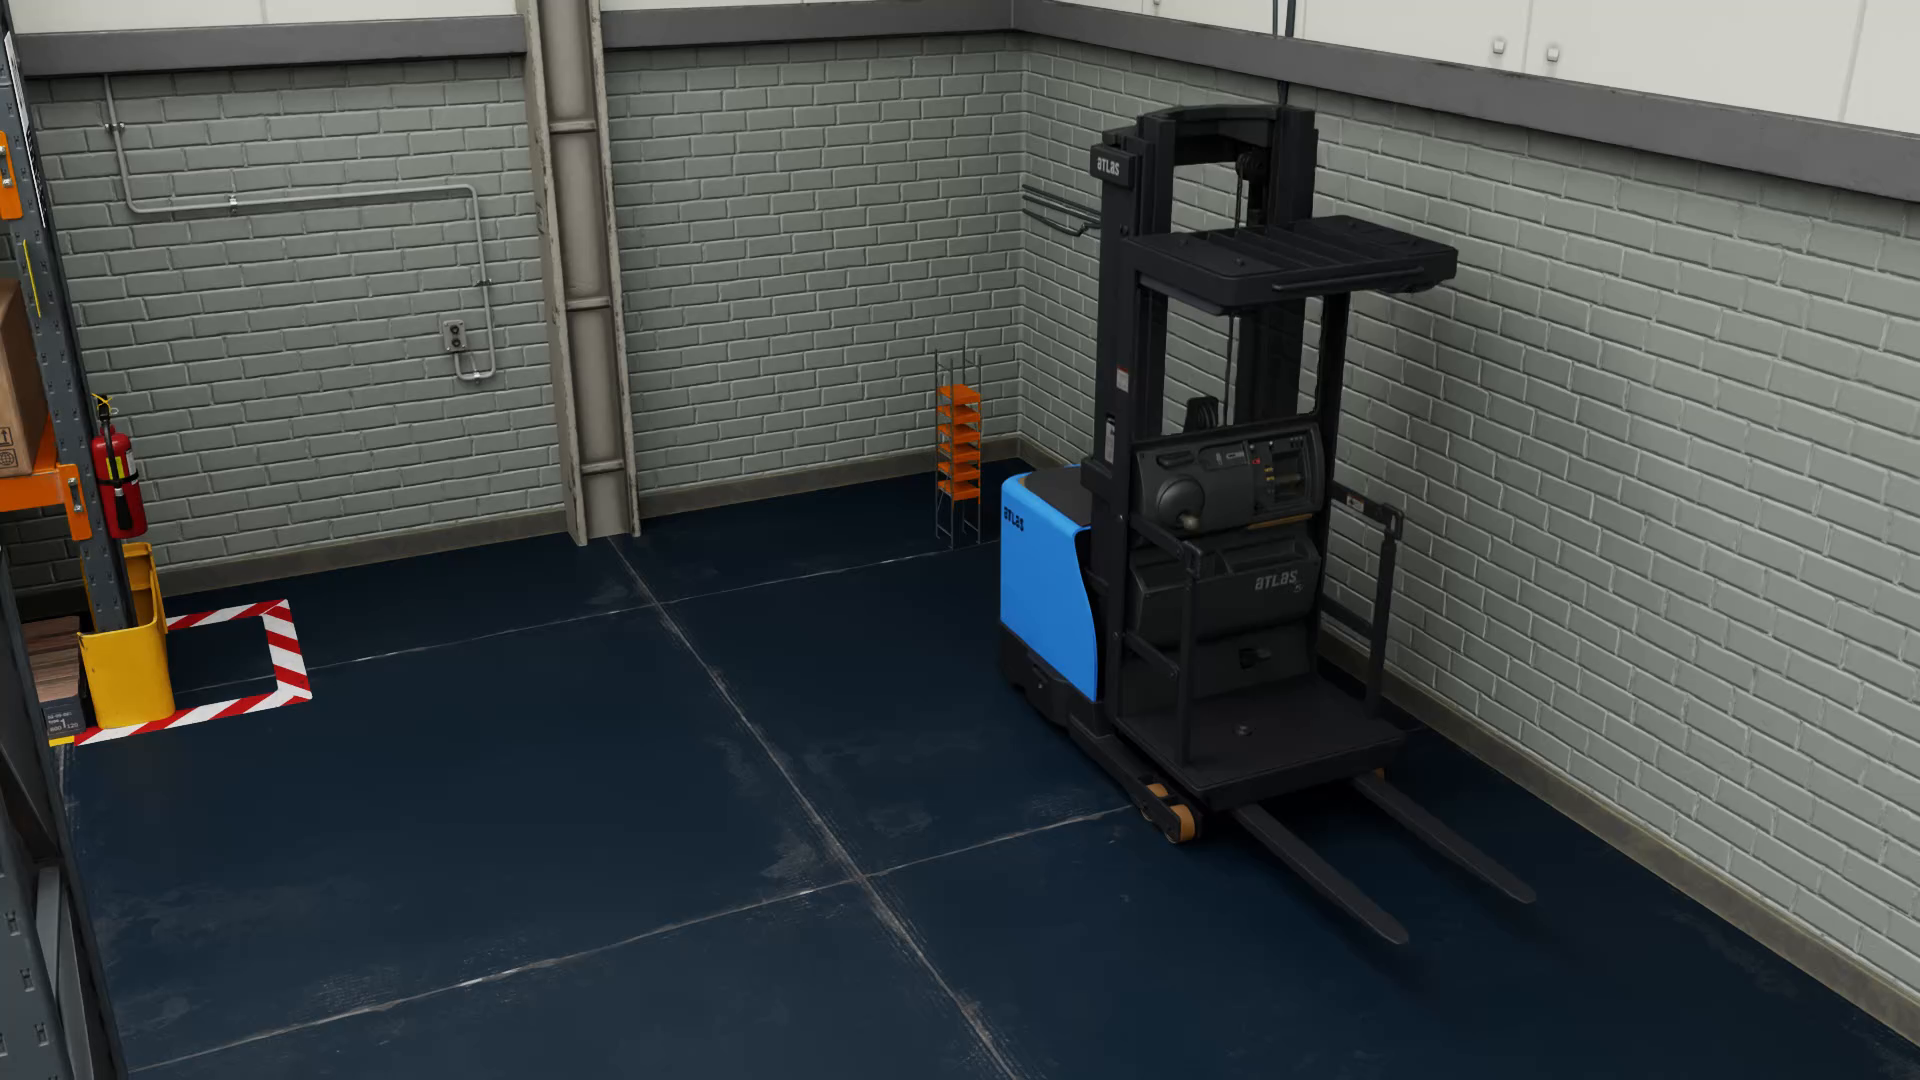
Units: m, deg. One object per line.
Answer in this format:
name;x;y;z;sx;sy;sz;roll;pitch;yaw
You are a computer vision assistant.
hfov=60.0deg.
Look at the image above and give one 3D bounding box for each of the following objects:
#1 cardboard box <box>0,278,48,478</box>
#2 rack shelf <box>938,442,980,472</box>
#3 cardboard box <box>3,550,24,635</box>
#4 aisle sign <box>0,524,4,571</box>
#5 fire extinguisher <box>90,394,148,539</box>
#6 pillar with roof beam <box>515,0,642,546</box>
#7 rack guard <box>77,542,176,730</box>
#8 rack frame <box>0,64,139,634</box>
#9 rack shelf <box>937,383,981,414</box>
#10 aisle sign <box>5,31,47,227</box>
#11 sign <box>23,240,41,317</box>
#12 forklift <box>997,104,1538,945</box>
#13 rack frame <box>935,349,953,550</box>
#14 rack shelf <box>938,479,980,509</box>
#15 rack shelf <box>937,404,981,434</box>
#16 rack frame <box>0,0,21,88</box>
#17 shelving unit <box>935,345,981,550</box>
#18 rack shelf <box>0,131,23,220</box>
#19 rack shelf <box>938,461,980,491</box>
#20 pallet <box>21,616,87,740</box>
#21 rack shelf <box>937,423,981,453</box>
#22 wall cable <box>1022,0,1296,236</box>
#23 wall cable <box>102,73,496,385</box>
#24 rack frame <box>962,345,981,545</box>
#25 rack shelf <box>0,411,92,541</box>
cardboard box;-4.731;-0.738;7.718;0.700;0.700;0.980;-9;24;-21
rack shelf;-0.013;-0.511;10.032;0.180;0.103;0.258;-10;25;-24
cardboard box;-4.863;0.424;8.023;0.500;0.500;0.700;-10;25;-24
aisle sign;-2.190;-0.294;3.640;0.004;0.787;0.394;-10;25;-24
fire extinguisher;-3.939;-0.345;7.751;0.183;0.674;0.296;-10;25;-24
pillar with roof beam;-0.351;-2.722;5.059;0.400;9.000;9.100;-10;25;-24
rack guard;-4.254;0.464;8.476;0.348;0.500;1.175;-10;25;-24
rack frame;-4.275;-0.687;7.989;0.127;3.000;1.000;-10;25;-24
rack shelf;-0.013;-0.844;9.894;0.180;0.103;0.258;-10;25;-24
aisle sign;-4.080;-1.797;7.270;0.004;0.787;0.394;-10;25;-24
sign;-4.053;-1.142;7.264;0.005;0.325;0.100;-10;25;-24
forklift;1.268;-0.246;7.011;1.130;2.935;3.031;-10;25;-23
rack frame;-0.095;-0.537;9.978;0.006;1.200;0.240;-10;25;-24
rack shelf;-0.013;-0.289;10.124;0.180;0.103;0.258;-10;25;-24
rack shelf;-0.013;-0.733;9.940;0.180;0.103;0.258;-10;25;-24
rack frame;-4.275;-3.459;6.841;0.127;3.000;1.000;-10;25;-24
shelving unit;-0.013;-0.552;10.015;0.189;1.200;0.258;-10;25;-24
rack shelf;-6.078;-1.409;6.751;4.000;0.370;1.077;-10;25;-24
rack shelf;-0.013;-0.400;10.078;0.180;0.103;0.258;-10;25;-24
pallet;-4.962;0.761;8.136;1.213;0.211;1.003;-10;25;-24
rack shelf;-0.013;-0.622;9.986;0.180;0.103;0.258;-10;25;-24
wall cable;0.976;-2.840;9.404;0.112;2.526;3.097;-10;25;-24
wall cable;-3.532;-1.695;9.095;1.851;1.984;0.084;-10;25;-24
rack frame;0.069;-0.567;10.051;0.006;1.200;0.240;-10;25;-24
rack shelf;-6.078;-0.023;7.325;4.000;0.370;1.077;-10;25;-24
